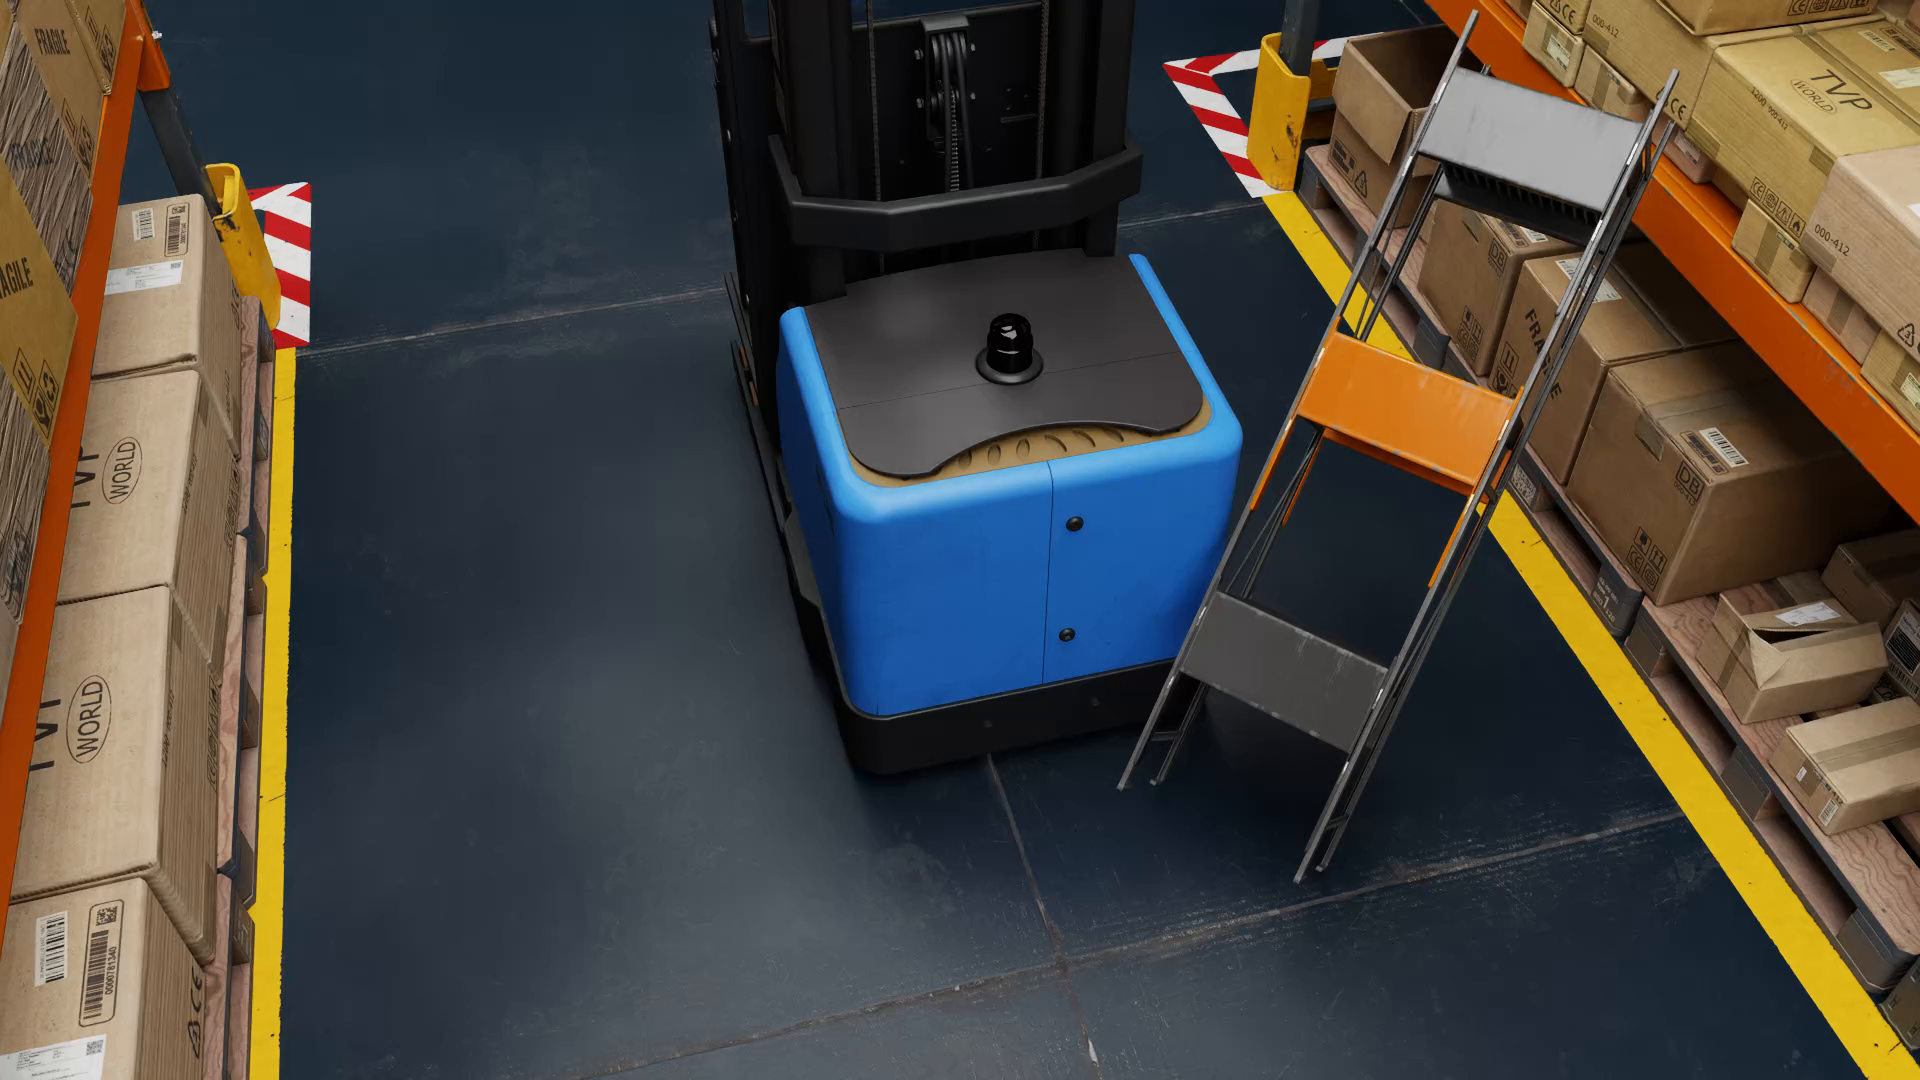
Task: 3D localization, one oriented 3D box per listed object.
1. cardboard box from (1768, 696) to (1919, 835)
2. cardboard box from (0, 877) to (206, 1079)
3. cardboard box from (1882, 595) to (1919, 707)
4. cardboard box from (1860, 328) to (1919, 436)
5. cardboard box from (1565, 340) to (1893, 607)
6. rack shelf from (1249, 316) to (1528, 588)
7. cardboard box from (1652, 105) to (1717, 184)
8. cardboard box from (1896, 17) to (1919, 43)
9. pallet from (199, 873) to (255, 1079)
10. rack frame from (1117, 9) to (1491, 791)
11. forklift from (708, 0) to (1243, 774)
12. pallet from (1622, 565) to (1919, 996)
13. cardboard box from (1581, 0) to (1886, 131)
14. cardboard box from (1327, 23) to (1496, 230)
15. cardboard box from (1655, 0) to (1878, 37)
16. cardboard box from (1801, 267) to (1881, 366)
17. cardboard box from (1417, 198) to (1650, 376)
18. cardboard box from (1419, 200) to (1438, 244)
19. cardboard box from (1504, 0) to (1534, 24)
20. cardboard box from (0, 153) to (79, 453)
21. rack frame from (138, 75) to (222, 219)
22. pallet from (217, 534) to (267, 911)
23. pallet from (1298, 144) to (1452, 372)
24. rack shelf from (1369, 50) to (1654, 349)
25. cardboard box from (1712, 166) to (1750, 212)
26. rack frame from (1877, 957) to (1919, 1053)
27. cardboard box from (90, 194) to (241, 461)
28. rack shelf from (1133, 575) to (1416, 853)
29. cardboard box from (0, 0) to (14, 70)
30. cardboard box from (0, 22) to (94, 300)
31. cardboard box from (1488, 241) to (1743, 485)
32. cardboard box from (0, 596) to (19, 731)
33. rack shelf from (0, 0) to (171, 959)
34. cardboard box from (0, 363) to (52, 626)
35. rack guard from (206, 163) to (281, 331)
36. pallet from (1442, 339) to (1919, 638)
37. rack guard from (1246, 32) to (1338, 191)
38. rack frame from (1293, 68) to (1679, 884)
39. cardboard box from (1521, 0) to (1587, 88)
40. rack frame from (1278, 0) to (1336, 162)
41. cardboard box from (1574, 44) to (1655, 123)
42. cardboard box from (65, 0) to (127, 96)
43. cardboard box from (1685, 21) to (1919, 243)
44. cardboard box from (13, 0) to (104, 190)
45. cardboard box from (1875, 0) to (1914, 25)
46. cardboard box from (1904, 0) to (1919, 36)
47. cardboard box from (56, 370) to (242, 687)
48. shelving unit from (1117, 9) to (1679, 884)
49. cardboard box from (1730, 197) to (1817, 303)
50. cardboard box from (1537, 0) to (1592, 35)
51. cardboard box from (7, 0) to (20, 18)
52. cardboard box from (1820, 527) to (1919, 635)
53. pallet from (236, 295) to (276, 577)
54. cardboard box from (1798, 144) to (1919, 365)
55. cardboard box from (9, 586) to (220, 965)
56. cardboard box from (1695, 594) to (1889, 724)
[{"bbox_3d":[2.342,0.578,4.285,0.380,0.149,0.250,-12,47,-12],"label":"cardboard box"},{"bbox_3d":[-2.086,1.265,3.410,0.875,0.438,0.875,-11,47,-11],"label":"cardboard box"},{"bbox_3d":[2.828,0.353,4.392,0.500,0.311,0.500,-9,46,-9],"label":"cardboard box"},{"bbox_3d":[2.265,-0.378,3.696,0.380,0.149,0.250,-10,46,-9],"label":"cardboard box"},{"bbox_3d":[2.256,-0.222,4.823,0.700,0.500,0.500,-12,47,-12],"label":"cardboard box"},{"bbox_3d":[1.098,-0.200,4.202,0.480,0.431,0.518,26,95,22],"label":"rack shelf"},{"bbox_3d":[2.065,-1.096,4.400,0.380,0.149,0.250,-11,47,-10],"label":"cardboard box"},{"bbox_3d":[2.637,-1.086,4.111,0.500,0.250,0.500,-10,46,-9],"label":"cardboard box"},{"bbox_3d":[-2.148,1.405,3.725,1.003,0.211,1.213,-11,47,-10],"label":"pallet"},{"bbox_3d":[0.900,-0.310,4.293,0.015,0.400,2.100,26,95,22],"label":"rack frame"},{"bbox_3d":[-0.159,-1.461,4.630,1.130,2.935,3.031,-11,47,-10],"label":"forklift"},{"bbox_3d":[2.593,0.560,4.553,1.003,0.211,1.213,-11,47,-10],"label":"pallet"},{"bbox_3d":[2.014,-1.346,4.365,0.500,0.250,0.500,-12,47,-11],"label":"cardboard box"},{"bbox_3d":[1.809,-1.537,6.110,0.797,0.503,0.637,-12,47,-12],"label":"cardboard box"},{"bbox_3d":[1.984,-1.619,4.108,0.500,0.500,0.500,-10,46,-9],"label":"cardboard box"},{"bbox_3d":[2.224,-0.564,3.879,0.380,0.149,0.250,-10,46,-9],"label":"cardboard box"},{"bbox_3d":[1.990,-0.938,5.525,0.700,0.500,0.500,-9,46,-9],"label":"cardboard box"},{"bbox_3d":[1.880,-1.112,5.942,0.380,0.149,0.250,-12,47,-12],"label":"cardboard box"},{"bbox_3d":[1.853,-1.628,4.921,0.380,0.149,0.250,-10,46,-10],"label":"cardboard box"},{"bbox_3d":[-2.274,-0.487,3.557,0.500,0.500,0.500,-9,46,-9],"label":"cardboard box"},{"bbox_3d":[-3.053,-1.793,4.907,1.000,3.000,0.127,-11,47,-10],"label":"rack frame"},{"bbox_3d":[-2.464,0.562,4.552,1.003,0.211,1.213,-11,47,-10],"label":"pallet"},{"bbox_3d":[1.969,-1.124,6.204,1.003,0.211,1.213,-11,47,-10],"label":"pallet"},{"bbox_3d":[1.381,-0.838,4.151,0.480,0.431,0.518,26,95,22],"label":"rack shelf"},{"bbox_3d":[2.173,-0.934,4.241,0.380,0.149,0.250,-10,46,-10],"label":"cardboard box"},{"bbox_3d":[2.768,0.059,3.092,1.000,3.000,0.127,-11,47,-10],"label":"rack frame"},{"bbox_3d":[-2.788,-0.606,5.243,0.875,0.438,0.875,-12,47,-12],"label":"cardboard box"},{"bbox_3d":[0.815,0.438,4.254,0.480,0.431,0.518,26,95,22],"label":"rack shelf"},{"bbox_3d":[-2.414,-1.191,3.547,0.500,0.500,0.500,-11,47,-11],"label":"cardboard box"},{"bbox_3d":[-2.419,-0.841,3.904,0.500,0.500,0.500,-9,46,-9],"label":"cardboard box"},{"bbox_3d":[2.029,-0.555,5.150,0.500,0.500,0.500,-10,46,-10],"label":"cardboard box"},{"bbox_3d":[-2.021,0.214,2.870,0.500,0.500,0.500,-10,47,-10],"label":"cardboard box"},{"bbox_3d":[-2.541,-0.160,3.811,1.077,0.370,4.000,-11,47,-10],"label":"rack shelf"},{"bbox_3d":[-2.142,-0.131,3.208,0.500,0.500,0.500,-10,47,-10],"label":"cardboard box"},{"bbox_3d":[-3.059,-0.935,5.816,1.175,0.500,0.348,-11,47,-10],"label":"rack guard"},{"bbox_3d":[2.277,-0.284,5.380,1.003,0.211,1.213,-11,47,-10],"label":"pallet"},{"bbox_3d":[1.764,-1.776,6.640,1.175,0.500,0.348,-11,47,-10],"label":"rack guard"},{"bbox_3d":[1.307,-0.114,4.109,0.015,0.400,2.100,26,95,22],"label":"rack frame"},{"bbox_3d":[1.845,-1.440,4.736,0.380,0.149,0.250,-12,47,-11],"label":"cardboard box"},{"bbox_3d":[1.744,-2.703,5.799,1.000,3.000,0.127,-11,47,-10],"label":"rack frame"},{"bbox_3d":[1.932,-1.261,4.562,0.380,0.149,0.250,-10,46,-9],"label":"cardboard box"},{"bbox_3d":[-2.674,-1.543,4.592,0.500,0.500,0.500,-10,47,-10],"label":"cardboard box"},{"bbox_3d":[2.145,-0.990,4.017,0.500,0.250,0.500,-11,47,-11],"label":"cardboard box"},{"bbox_3d":[-2.560,-1.194,4.250,0.500,0.500,0.500,-12,47,-11],"label":"cardboard box"},{"bbox_3d":[2.505,-1.426,4.444,0.500,0.250,0.500,-11,47,-10],"label":"cardboard box"},{"bbox_3d":[2.644,-1.332,3.827,0.500,0.500,0.500,-12,47,-11],"label":"cardboard box"},{"bbox_3d":[-2.545,0.025,4.626,0.875,0.438,0.875,-10,46,-9],"label":"cardboard box"},{"bbox_3d":[1.104,-0.212,4.201,0.503,0.431,2.100,26,95,22],"label":"shelving unit"},{"bbox_3d":[2.131,-0.736,4.047,0.380,0.149,0.250,-11,47,-11],"label":"cardboard box"},{"bbox_3d":[1.862,-1.695,4.707,0.500,0.250,0.500,-12,47,-11],"label":"cardboard box"},{"bbox_3d":[-2.537,-1.533,3.882,0.500,0.500,0.500,-11,47,-10],"label":"cardboard box"},{"bbox_3d":[2.716,0.111,4.743,0.380,0.149,0.250,-11,47,-11],"label":"cardboard box"},{"bbox_3d":[-2.773,-0.279,5.376,1.003,0.211,1.213,-11,47,-10],"label":"pallet"},{"bbox_3d":[2.259,-0.643,3.677,0.500,0.250,0.500,-11,47,-10],"label":"cardboard box"},{"bbox_3d":[-2.316,0.647,4.015,0.875,0.438,0.875,-12,47,-11],"label":"cardboard box"},{"bbox_3d":[2.250,0.291,4.485,0.396,0.266,0.258,-9,46,-9],"label":"cardboard box"}]
